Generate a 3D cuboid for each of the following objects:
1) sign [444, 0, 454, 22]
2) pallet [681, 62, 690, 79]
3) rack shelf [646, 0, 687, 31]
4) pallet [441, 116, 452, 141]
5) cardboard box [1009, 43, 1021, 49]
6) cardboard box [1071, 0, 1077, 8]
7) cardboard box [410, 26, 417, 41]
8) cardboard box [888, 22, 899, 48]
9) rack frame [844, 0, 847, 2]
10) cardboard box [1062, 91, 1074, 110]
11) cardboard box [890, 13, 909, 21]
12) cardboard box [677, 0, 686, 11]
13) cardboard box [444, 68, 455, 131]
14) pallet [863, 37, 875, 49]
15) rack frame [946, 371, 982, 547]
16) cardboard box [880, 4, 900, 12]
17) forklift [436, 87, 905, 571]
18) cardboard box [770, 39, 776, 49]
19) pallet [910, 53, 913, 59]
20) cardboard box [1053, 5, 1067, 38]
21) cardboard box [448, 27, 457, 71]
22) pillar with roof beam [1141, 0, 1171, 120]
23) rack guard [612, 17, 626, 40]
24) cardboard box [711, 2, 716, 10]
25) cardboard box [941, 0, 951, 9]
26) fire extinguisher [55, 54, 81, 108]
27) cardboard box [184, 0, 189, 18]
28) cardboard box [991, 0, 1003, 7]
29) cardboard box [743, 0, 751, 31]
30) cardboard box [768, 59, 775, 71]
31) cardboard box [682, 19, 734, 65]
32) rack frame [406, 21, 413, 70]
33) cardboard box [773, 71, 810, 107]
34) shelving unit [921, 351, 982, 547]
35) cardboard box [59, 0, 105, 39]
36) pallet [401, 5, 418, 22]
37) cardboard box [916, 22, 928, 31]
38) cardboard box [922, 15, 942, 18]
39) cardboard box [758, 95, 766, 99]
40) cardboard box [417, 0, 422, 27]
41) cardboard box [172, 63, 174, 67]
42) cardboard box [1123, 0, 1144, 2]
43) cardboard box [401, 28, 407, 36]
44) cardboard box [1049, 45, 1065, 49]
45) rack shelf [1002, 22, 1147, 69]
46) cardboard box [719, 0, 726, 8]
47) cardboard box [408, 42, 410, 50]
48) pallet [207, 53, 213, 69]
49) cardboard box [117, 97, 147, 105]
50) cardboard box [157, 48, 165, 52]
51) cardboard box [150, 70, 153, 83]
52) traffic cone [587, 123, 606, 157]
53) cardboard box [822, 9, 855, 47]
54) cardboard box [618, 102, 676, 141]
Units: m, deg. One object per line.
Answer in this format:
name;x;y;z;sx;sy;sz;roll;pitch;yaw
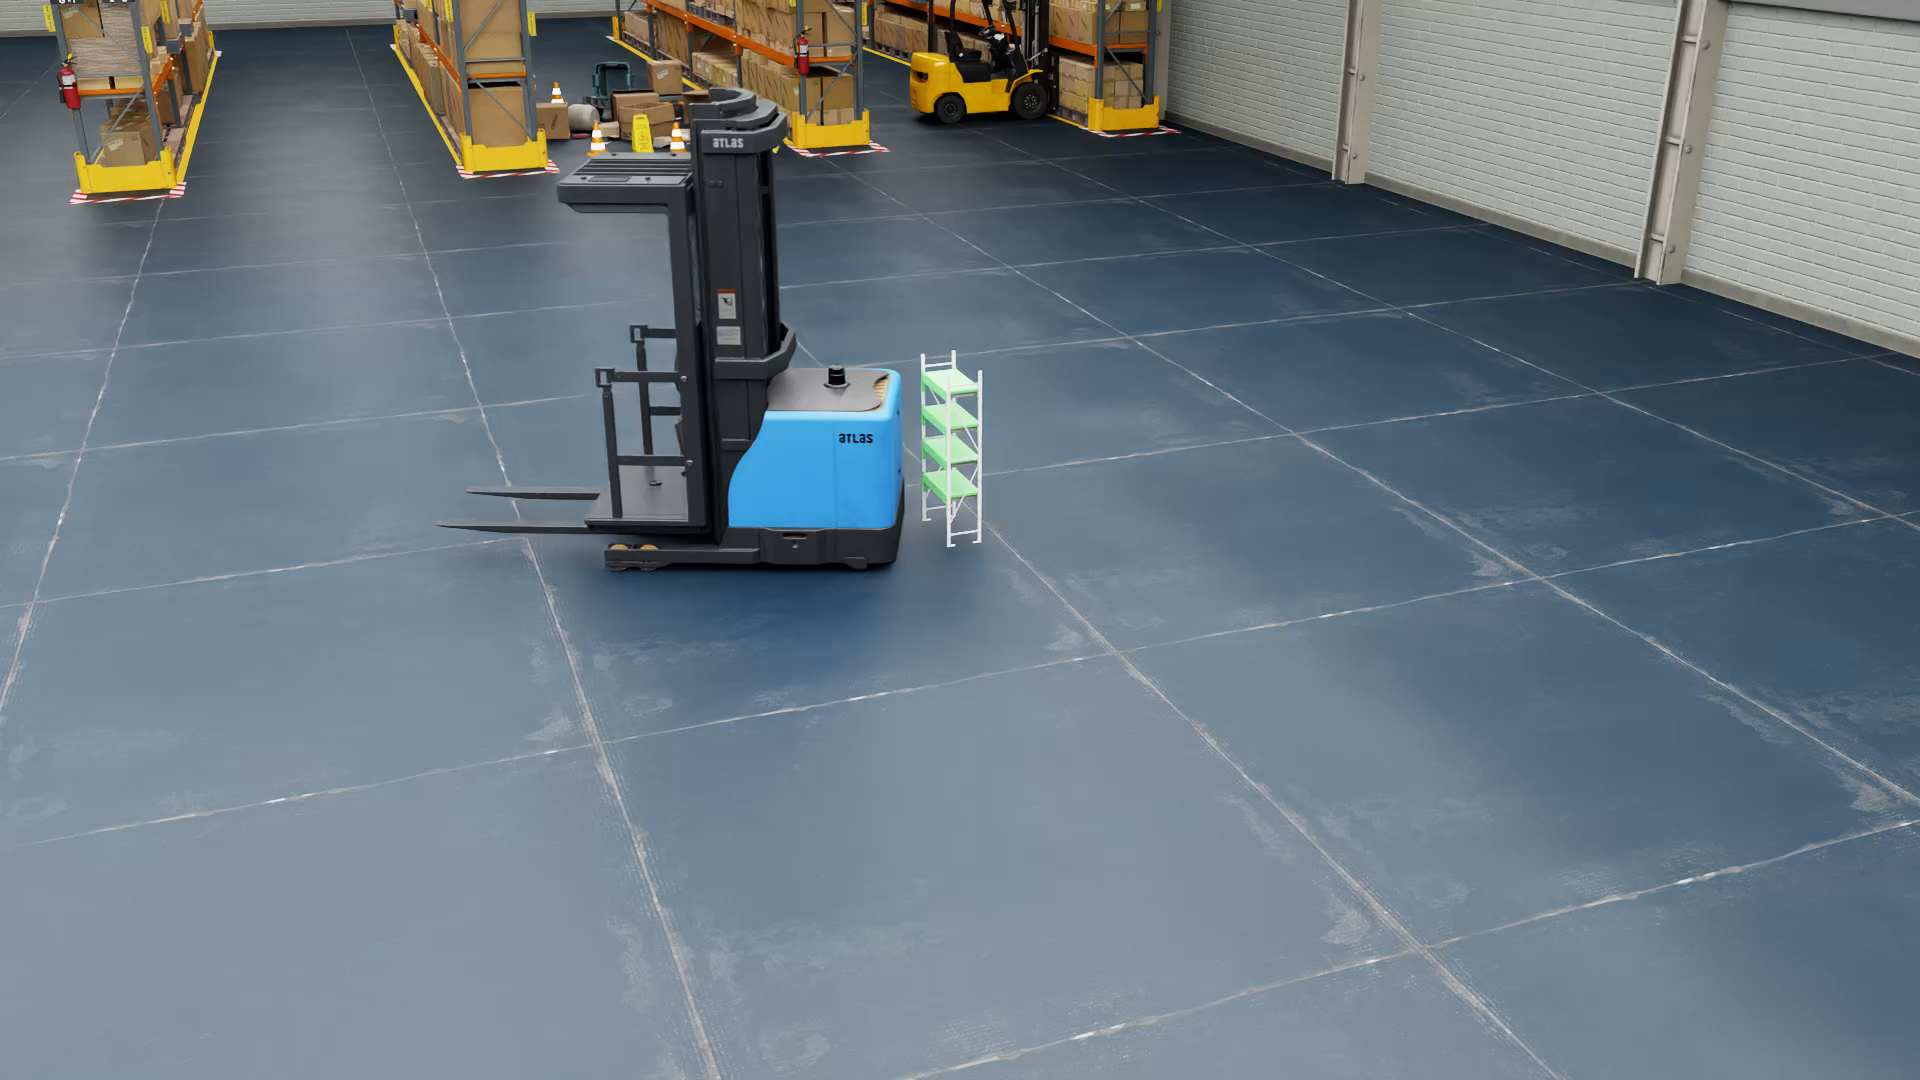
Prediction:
sign;-7.073;-7.344;23.016;0.100;0.325;0.005;-8;24;-19
pallet;-5.000;-9.405;33.293;1.003;0.211;1.213;-8;24;-19
rack shelf;-5.498;-10.788;33.911;1.077;0.370;4.000;-8;24;-19
pallet;-7.778;-6.652;26.761;1.003;0.211;1.213;-8;24;-19
cardboard box;1.141;-8.791;29.957;0.500;0.250;0.500;-9;24;-20
cardboard box;2.063;-8.884;27.503;0.380;0.149;0.250;-9;24;-19
cardboard box;-10.595;-10.020;32.874;0.500;0.250;0.500;-8;24;-18
cardboard box;-1.232;-10.990;36.140;0.500;0.500;0.500;-9;25;-21
rack frame;-2.975;-13.982;40.563;1.000;3.000;0.127;-8;24;-19
cardboard box;2.049;-7.405;27.956;0.500;0.250;0.500;-8;24;-19
cardboard box;-1.303;-11.423;36.333;0.380;0.149;0.250;-9;24;-20
cardboard box;-5.213;-10.472;32.427;0.500;0.250;0.500;-9;25;-21
cardboard box;-7.495;-6.873;25.890;0.875;0.875;0.875;-8;24;-19
pallet;-1.804;-11.494;38.248;1.003;0.211;1.213;-8;24;-19
rack frame;0.028;-0.524;10.949;0.240;1.200;0.015;-8;24;-19
cardboard box;-1.548;-11.752;36.730;0.380;0.149;0.250;-10;25;-22
forklift;-1.914;-1.354;10.689;3.031;2.935;1.130;1;23;2
cardboard box;-2.815;-7.932;26.532;0.380;0.149;0.250;-9;24;-20
pallet;-0.378;-10.067;34.863;1.003;0.211;1.213;-8;24;-19
cardboard box;1.901;-8.734;27.981;0.500;0.500;0.500;-9;24;-20
cardboard box;-6.949;-7.165;24.195;0.875;0.550;0.550;-8;24;-19
pillar with roof beam;-0.753;-10.719;25.096;9.100;9.000;0.400;-8;24;-19
rack guard;-7.626;-12.157;39.450;1.175;0.500;0.348;-8;24;-19
cardboard box;-4.325;-9.734;30.264;0.380;0.149;0.250;-8;24;-17
cardboard box;-0.048;-10.628;32.798;0.500;0.250;0.500;-9;24;-20
fire extinguisher;-11.627;-5.986;21.691;0.296;0.674;0.183;-8;24;-19
cardboard box;-14.523;-9.848;30.625;0.500;0.500;0.500;-8;24;-19
cardboard box;0.851;-9.927;30.490;0.500;0.250;0.500;-9;24;-20
cardboard box;-3.285;-8.746;27.626;0.500;0.500;0.500;-8;24;-19
cardboard box;-2.862;-7.625;26.677;0.380;0.149;0.250;-7;24;-17
cardboard box;-4.958;-9.870;33.000;0.875;0.875;0.875;-9;24;-19
rack frame;-10.800;-11.131;33.797;1.000;3.000;0.127;-8;24;-19
cardboard box;-2.680;-7.203;26.512;0.500;0.500;0.500;-7;24;-17
shelving unit;-0.058;-0.613;11.160;0.258;1.200;0.503;-8;24;-19
cardboard box;-11.662;-6.937;22.047;0.500;0.500;0.500;-8;24;-19
pallet;-9.738;-9.833;30.965;1.213;0.211;1.003;-8;24;-19
cardboard box;-0.686;-10.656;34.512;0.380;0.149;0.250;-10;25;-22
cardboard box;-0.604;-11.215;35.839;0.380;0.149;0.250;-9;25;-21
cardboard box;-3.034;-7.230;27.541;0.500;0.250;0.500;-9;24;-20
cardboard box;-9.298;-9.339;29.417;0.500;0.500;0.500;-9;24;-19
cardboard box;-13.798;-8.191;28.507;0.500;0.250;0.500;-7;24;-17
cardboard box;2.758;-8.802;26.925;0.380;0.149;0.250;-9;24;-20
cardboard box;-11.698;-10.842;35.476;0.380;0.149;0.250;-9;25;-21
cardboard box;1.812;-8.675;29.683;0.500;0.250;0.500;-9;24;-20
rack shelf;1.970;-8.564;28.633;1.077;0.370;4.000;-8;24;-19
cardboard box;-3.933;-9.633;29.190;0.500;0.500;0.500;-8;24;-19
cardboard box;-11.208;-10.218;34.379;0.380;0.149;0.250;-8;24;-18
pallet;-16.106;-9.933;34.545;1.003;0.211;1.213;-8;24;-19
cardboard box;-12.546;-6.471;25.419;0.500;0.500;0.500;-9;25;-21
cardboard box;-12.219;-7.334;25.113;0.380;0.149;0.250;-8;24;-19
cardboard box;-11.259;-6.334;22.738;0.380;0.149;0.250;-8;24;-19
traffic cone;-5.420;-5.989;24.865;0.336;0.463;0.334;-8;24;-19
cardboard box;-1.873;-7.880;25.572;0.500;0.500;0.500;-9;24;-20
cardboard box;-4.954;-6.627;26.325;0.637;0.503;0.797;12;26;27
